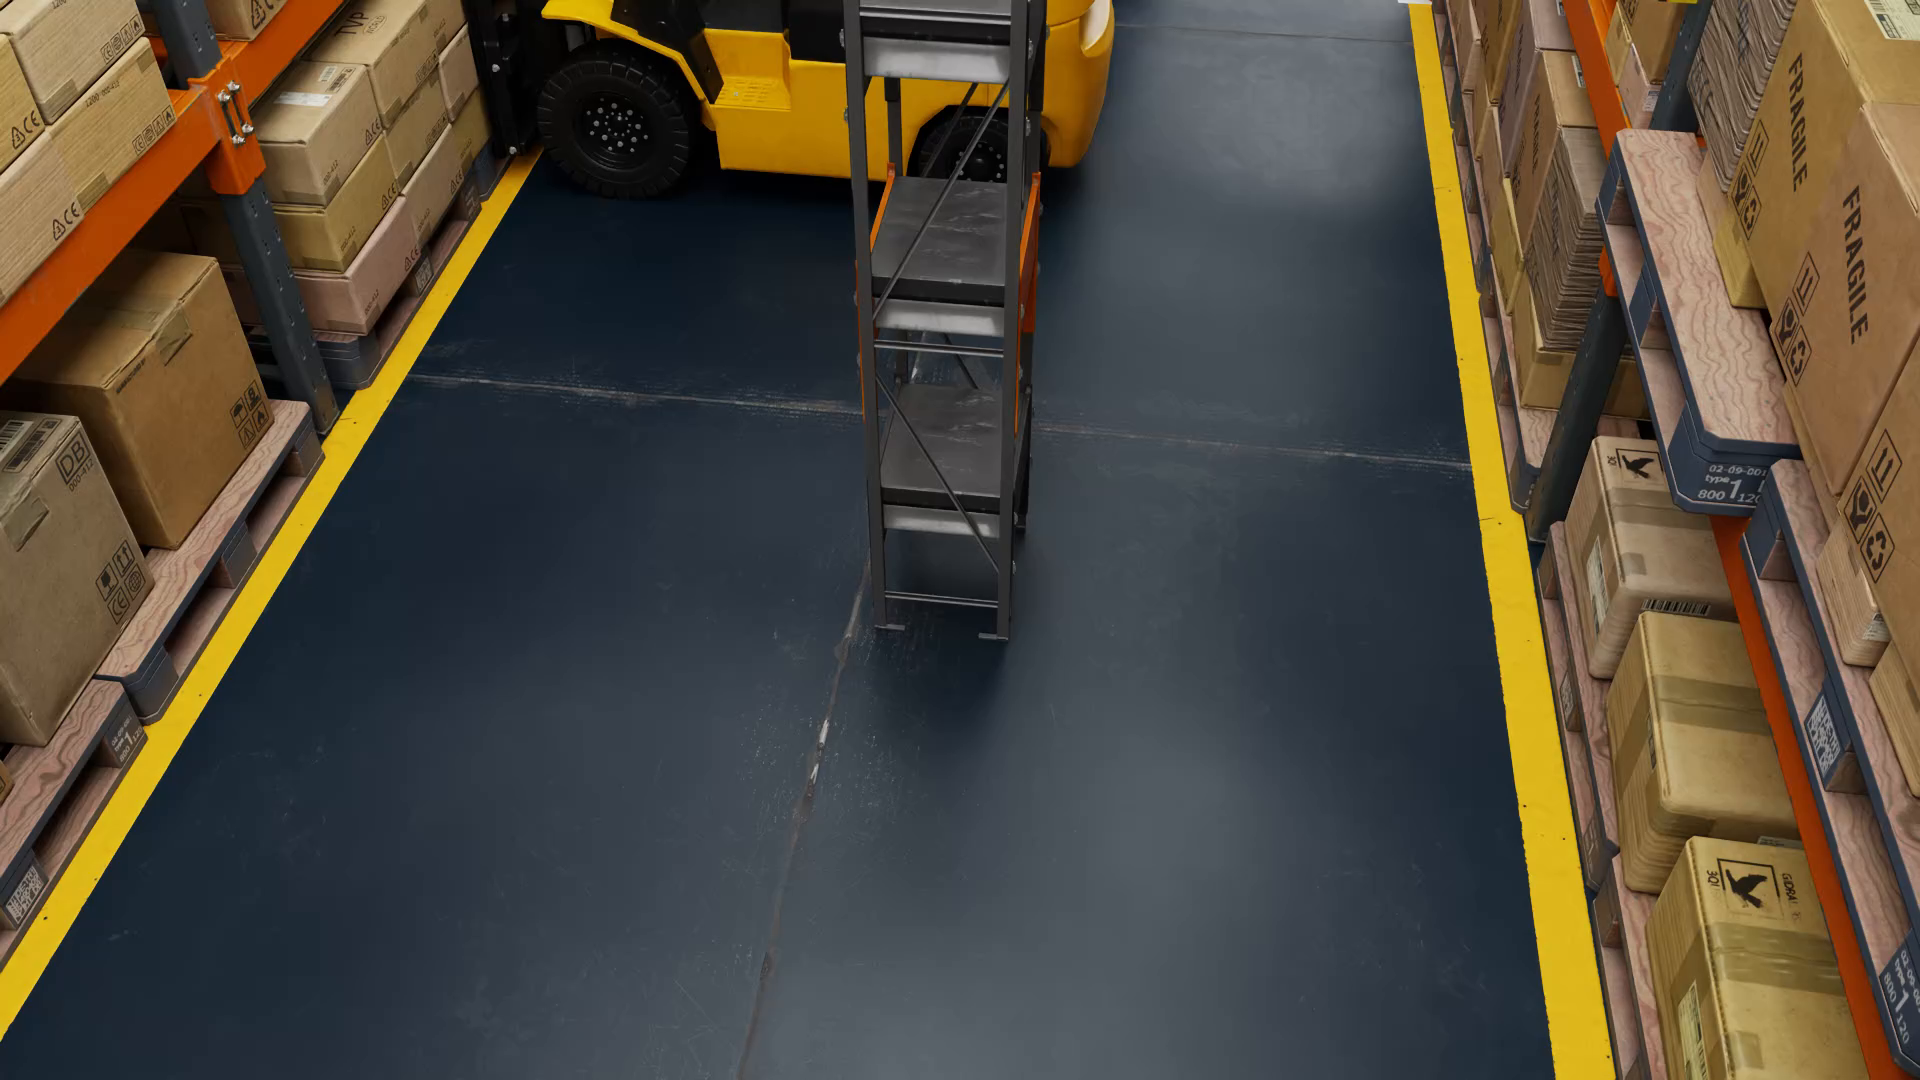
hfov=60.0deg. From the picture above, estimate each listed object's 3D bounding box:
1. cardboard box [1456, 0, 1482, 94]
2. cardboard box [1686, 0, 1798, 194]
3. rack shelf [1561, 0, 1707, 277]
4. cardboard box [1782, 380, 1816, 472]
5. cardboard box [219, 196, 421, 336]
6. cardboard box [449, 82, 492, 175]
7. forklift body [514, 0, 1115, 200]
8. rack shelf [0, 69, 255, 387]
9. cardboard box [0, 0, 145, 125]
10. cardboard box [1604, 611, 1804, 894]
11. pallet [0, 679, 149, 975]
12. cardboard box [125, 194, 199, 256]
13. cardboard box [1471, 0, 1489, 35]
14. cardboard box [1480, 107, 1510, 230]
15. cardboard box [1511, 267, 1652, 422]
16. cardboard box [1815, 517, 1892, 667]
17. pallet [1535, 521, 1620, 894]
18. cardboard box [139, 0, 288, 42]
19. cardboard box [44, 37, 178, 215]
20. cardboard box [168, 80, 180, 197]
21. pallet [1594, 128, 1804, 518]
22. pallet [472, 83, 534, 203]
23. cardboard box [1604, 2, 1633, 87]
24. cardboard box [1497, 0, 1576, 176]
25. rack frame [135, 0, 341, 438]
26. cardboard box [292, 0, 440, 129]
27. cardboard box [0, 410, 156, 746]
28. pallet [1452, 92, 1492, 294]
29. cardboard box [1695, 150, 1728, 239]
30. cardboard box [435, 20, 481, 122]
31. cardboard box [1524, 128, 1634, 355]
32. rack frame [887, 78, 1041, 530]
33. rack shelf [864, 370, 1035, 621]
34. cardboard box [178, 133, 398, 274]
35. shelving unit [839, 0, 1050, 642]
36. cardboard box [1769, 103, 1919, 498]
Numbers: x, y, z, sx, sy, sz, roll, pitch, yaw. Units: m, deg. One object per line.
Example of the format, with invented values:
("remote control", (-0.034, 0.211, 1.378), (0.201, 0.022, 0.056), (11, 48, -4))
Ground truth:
("cardboard box", (2.367, -2.083, 6.962), (0.500, 0.250, 0.500), (7, 44, 7))
("cardboard box", (1.948, -1.078, 3.612), (0.500, 0.500, 0.500), (6, 44, 7))
("rack shelf", (2.559, -2.176, 5.890), (1.077, 0.370, 4.000), (5, 44, 6))
("cardboard box", (1.829, -0.247, 3.206), (0.380, 0.149, 0.250), (6, 44, 6))
("cardboard box", (-2.234, -0.977, 5.794), (0.500, 0.250, 0.500), (6, 44, 6))
("cardboard box", (-2.130, -1.676, 6.532), (0.500, 0.250, 0.500), (6, 44, 6))
("forklift body", (-0.540, -2.483, 6.308), (2.313, 2.155, 1.214), (5, 44, 6))
("rack shelf", (-2.891, 0.101, 3.485), (1.077, 0.370, 4.000), (5, 44, 6))
("cardboard box", (-2.438, -1.292, 4.178), (0.500, 0.250, 0.500), (4, 44, 5))
("cardboard box", (2.136, 0.575, 4.066), (0.950, 0.372, 0.625), (8, 44, 8))
("pallet", (-2.844, 0.829, 4.221), (1.003, 0.211, 1.213), (5, 44, 6))
("cardboard box", (-2.765, -1.209, 5.676), (0.500, 0.250, 0.500), (4, 44, 5))
("cardboard box", (2.375, -2.329, 6.677), (0.500, 0.500, 0.500), (4, 44, 4))
("cardboard box", (2.238, -1.366, 6.205), (0.500, 0.250, 0.500), (6, 44, 6))
("cardboard box", (2.106, -0.656, 5.455), (0.500, 0.250, 0.500), (7, 44, 7))
("cardboard box", (1.708, 0.098, 2.842), (0.380, 0.149, 0.250), (7, 44, 7))
("pallet", (2.193, 0.469, 4.601), (1.003, 0.211, 1.213), (5, 44, 6))
("cardboard box", (-2.309, -1.838, 4.937), (0.500, 0.500, 0.500), (4, 44, 4))
("cardboard box", (-2.434, -1.101, 4.340), (0.500, 0.250, 0.500), (6, 44, 6))
("cardboard box", (-2.753, -1.393, 5.507), (0.500, 0.250, 0.500), (6, 44, 6))
("pallet", (2.049, -0.497, 3.733), (1.003, 0.211, 1.213), (5, 44, 6))
("pallet", (-2.321, -1.882, 7.084), (1.003, 0.211, 1.213), (5, 44, 6))
("cardboard box", (2.061, -1.400, 4.730), (0.380, 0.149, 0.250), (6, 44, 6))
("cardboard box", (2.238, -1.623, 5.931), (0.500, 0.500, 0.500), (7, 44, 8))
("rack frame", (-2.626, -1.523, 4.677), (1.000, 3.000, 0.127), (5, 44, 6))
("cardboard box", (-2.174, -1.689, 5.819), (0.500, 0.250, 0.500), (5, 44, 6))
("cardboard box", (-2.794, 0.072, 4.414), (0.875, 0.625, 0.625), (5, 44, 5))
("pallet", (2.507, -1.356, 6.529), (1.003, 0.211, 1.213), (5, 44, 6))
("cardboard box", (1.908, -0.788, 3.777), (0.380, 0.149, 0.250), (6, 44, 6))
("cardboard box", (-2.114, -1.845, 6.348), (0.500, 0.250, 0.500), (5, 44, 5))
("cardboard box", (2.106, -0.928, 5.198), (0.500, 0.500, 0.500), (5, 44, 5))
("rack frame", (0.010, -0.816, 4.585), (0.400, 2.100, 0.015), (5, 44, 6))
("rack shelf", (-0.022, -0.131, 4.900), (0.431, 0.518, 0.480), (5, 44, 6))
("cardboard box", (-2.256, -1.160, 5.624), (0.500, 0.250, 0.500), (5, 44, 5))
("shelving unit", (-0.022, -0.650, 4.409), (0.431, 2.100, 0.503), (5, 44, 6))
("cardboard box", (1.803, -0.400, 2.897), (0.500, 0.500, 0.500), (5, 44, 5))
